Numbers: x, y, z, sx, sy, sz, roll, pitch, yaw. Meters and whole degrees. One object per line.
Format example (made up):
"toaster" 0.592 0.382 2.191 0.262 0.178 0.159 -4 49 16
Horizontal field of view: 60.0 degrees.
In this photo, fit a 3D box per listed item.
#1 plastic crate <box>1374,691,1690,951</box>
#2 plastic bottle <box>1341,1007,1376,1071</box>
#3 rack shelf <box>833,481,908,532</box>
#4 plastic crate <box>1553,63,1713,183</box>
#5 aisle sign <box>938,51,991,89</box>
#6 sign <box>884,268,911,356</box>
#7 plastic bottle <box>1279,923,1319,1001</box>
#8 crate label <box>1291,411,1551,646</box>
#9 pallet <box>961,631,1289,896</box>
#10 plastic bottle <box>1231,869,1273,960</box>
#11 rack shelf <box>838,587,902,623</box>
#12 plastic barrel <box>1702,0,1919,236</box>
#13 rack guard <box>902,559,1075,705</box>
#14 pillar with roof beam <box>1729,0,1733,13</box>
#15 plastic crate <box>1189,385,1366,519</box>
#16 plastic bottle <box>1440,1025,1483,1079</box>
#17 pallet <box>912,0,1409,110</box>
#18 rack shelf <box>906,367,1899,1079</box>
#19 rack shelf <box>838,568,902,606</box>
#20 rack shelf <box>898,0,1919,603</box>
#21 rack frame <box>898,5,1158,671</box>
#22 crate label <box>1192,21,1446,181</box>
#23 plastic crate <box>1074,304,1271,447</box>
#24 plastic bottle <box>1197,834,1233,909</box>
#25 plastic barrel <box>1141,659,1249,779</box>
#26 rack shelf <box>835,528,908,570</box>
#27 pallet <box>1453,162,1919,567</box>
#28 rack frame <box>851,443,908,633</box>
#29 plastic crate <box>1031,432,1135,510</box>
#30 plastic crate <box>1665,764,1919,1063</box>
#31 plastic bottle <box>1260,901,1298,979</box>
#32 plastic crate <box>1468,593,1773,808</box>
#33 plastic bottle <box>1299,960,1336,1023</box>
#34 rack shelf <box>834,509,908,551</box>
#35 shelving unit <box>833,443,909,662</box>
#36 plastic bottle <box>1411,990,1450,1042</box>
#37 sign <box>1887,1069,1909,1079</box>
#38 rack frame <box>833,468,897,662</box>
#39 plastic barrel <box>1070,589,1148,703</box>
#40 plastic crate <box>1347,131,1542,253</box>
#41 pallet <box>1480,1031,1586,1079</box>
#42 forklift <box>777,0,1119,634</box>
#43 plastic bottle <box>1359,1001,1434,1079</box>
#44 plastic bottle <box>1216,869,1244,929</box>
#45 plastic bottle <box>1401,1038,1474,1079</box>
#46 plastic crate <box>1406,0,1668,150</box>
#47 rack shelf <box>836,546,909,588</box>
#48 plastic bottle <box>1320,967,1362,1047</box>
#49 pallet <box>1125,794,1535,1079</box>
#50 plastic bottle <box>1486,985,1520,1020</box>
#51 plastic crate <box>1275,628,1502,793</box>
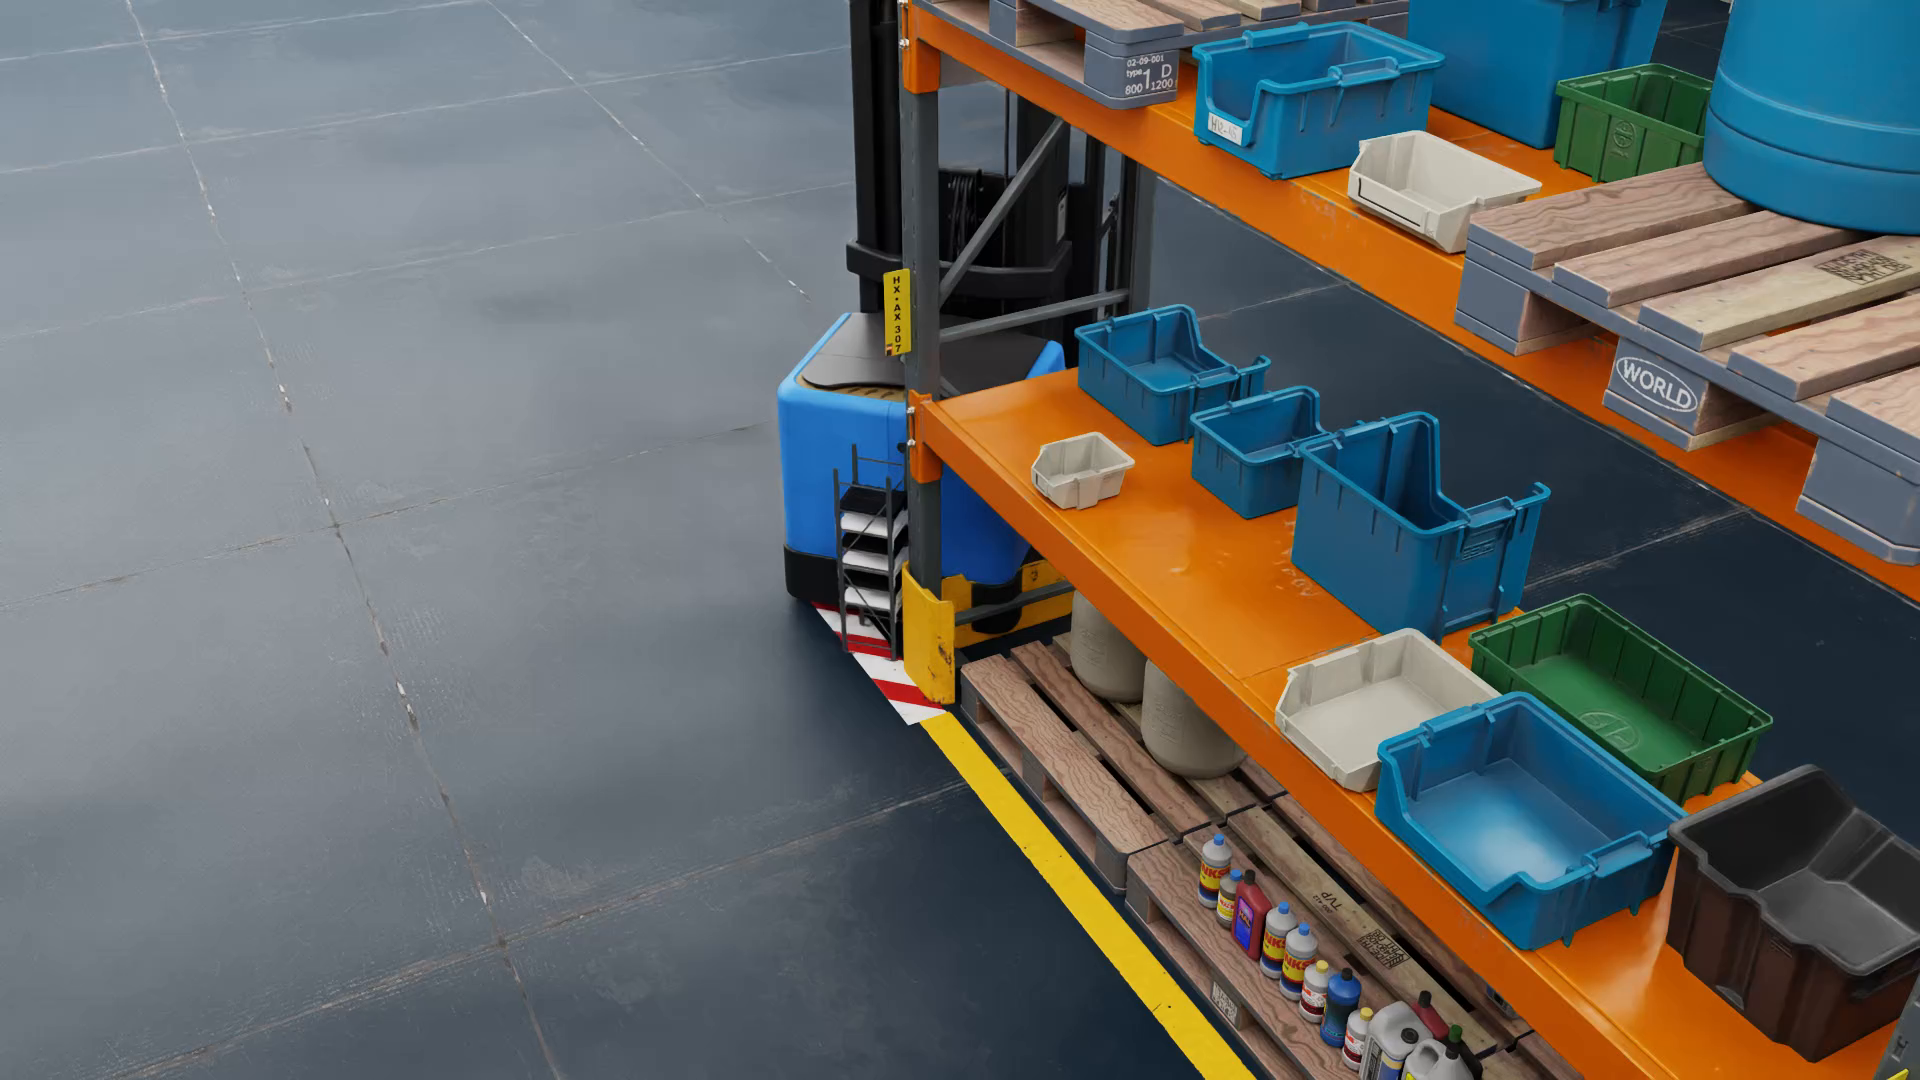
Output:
"plastic crate" 1.373 0.674 4.056 0.499 0.251 0.616 -16 36 -23
"plastic bottle" 1.182 1.455 4.884 0.097 0.201 0.097 0 33 0
"rack shelf" -0.351 -0.136 6.687 0.258 0.077 0.200 10 35 15
"plastic crate" 1.634 -0.924 3.828 0.336 0.188 0.450 -16 36 -23
"aisle sign" -0.029 -1.893 5.515 0.394 0.787 0.004 -16 36 -23
"sign" -0.225 -0.818 5.990 0.100 0.325 0.005 -16 36 -23
"plastic bottle" 1.040 1.280 5.092 0.097 0.271 0.097 0 33 0
"crate label" 1.361 -0.043 5.003 0.502 0.435 0.616 -16 36 -23
"pallet" 0.715 0.750 6.384 1.003 0.211 1.213 -16 36 -23
"plastic bottle" 0.923 1.177 5.243 0.061 0.283 0.133 -15 36 -22
"rack shelf" -0.349 0.240 6.934 0.258 0.077 0.200 10 35 15
"plastic barrel" 1.760 -1.082 3.024 0.600 0.901 0.708 -16 36 -23
"rack guard" 0.341 0.239 6.914 1.175 0.500 0.348 -16 36 -23
"pillar with roof beam" 3.514 -7.520 11.146 9.100 9.000 0.400 -16 36 -23
"plastic crate" 1.060 -0.300 5.576 0.499 0.251 0.408 -16 36 -23
"plastic bottle" 1.412 1.511 4.721 0.061 0.283 0.133 -16 36 -23
"pallet" 0.563 -1.602 4.865 1.003 0.211 1.213 -16 36 -23
"rack shelf" 1.196 0.419 4.982 1.077 0.370 4.000 -16 36 -23
"rack shelf" -0.350 0.165 6.885 0.258 0.077 0.200 10 35 15
"rack shelf" 1.196 -0.844 4.173 1.077 0.370 4.000 -16 36 -23
"rack frame" 0.264 -0.838 6.277 1.000 3.000 0.127 -16 36 -23
"crate label" 0.844 -1.062 3.984 0.502 0.251 0.408 -16 36 -23
"plastic crate" 0.762 -0.612 6.062 0.499 0.251 0.616 -16 36 -23
"plastic bottle" 0.834 1.069 5.422 0.097 0.271 0.097 0 33 0
"plastic barrel" 0.872 0.567 6.002 0.421 0.512 0.421 0 33 0
"rack shelf" -0.351 0.014 6.786 0.258 0.077 0.200 10 35 15
"pallet" 1.706 -0.432 3.039 1.213 0.211 1.003 -16 36 -23
"rack frame" -0.319 0.008 6.898 0.240 0.900 0.006 10 35 15
"plastic crate" 0.396 -0.219 5.556 0.298 0.136 0.250 -16 36 -23
"plastic crate" 1.997 0.815 3.755 0.767 0.338 0.504 -16 36 -23
"plastic bottle" 0.993 1.233 5.167 0.097 0.271 0.097 0 33 0
"plastic crate" 1.746 0.441 4.477 0.450 0.188 0.662 -16 36 -23
"plastic bottle" 1.086 1.357 5.037 0.097 0.201 0.097 0 33 0
"rack shelf" -0.351 -0.061 6.736 0.258 0.077 0.200 10 35 15
"shelving unit" -0.350 0.061 6.817 0.258 0.900 0.210 10 35 15
"plastic bottle" 1.355 1.443 4.827 0.061 0.283 0.133 -16 36 -23
"sign" 1.637 1.087 3.015 0.100 0.325 0.005 -16 36 -23
"rack frame" -0.381 0.115 6.736 0.240 0.900 0.006 10 35 15
"plastic barrel" 0.638 0.328 6.375 0.421 0.512 0.421 0 33 0
"plastic crate" 1.023 -0.745 3.597 0.243 0.136 0.396 -16 36 -23
"pallet" 1.853 1.914 4.567 1.003 0.211 1.213 -16 36 -23
"forklift" 0.170 -1.625 7.570 1.130 2.935 3.031 10 34 15
"plastic bottle" 1.261 1.473 4.787 0.152 0.276 0.135 -15 36 -22
"plastic bottle" 0.882 1.148 5.364 0.097 0.201 0.097 0 33 0
"plastic bottle" 1.334 1.520 4.644 0.144 0.351 0.185 -16 36 -23
"plastic crate" 1.419 -1.260 4.170 0.392 0.384 0.575 -16 36 -23
"rack shelf" -0.350 0.089 6.835 0.258 0.077 0.200 10 35 15
"plastic bottle" 1.134 1.377 4.941 0.097 0.271 0.097 0 33 0
"pallet" 1.280 1.331 5.477 1.003 0.211 1.213 -16 36 -23
"plastic bottle" 1.714 1.299 5.059 0.152 0.276 0.135 -16 36 -23
"plastic crate" 1.148 0.471 4.479 0.530 0.136 0.437 -16 36 -23
